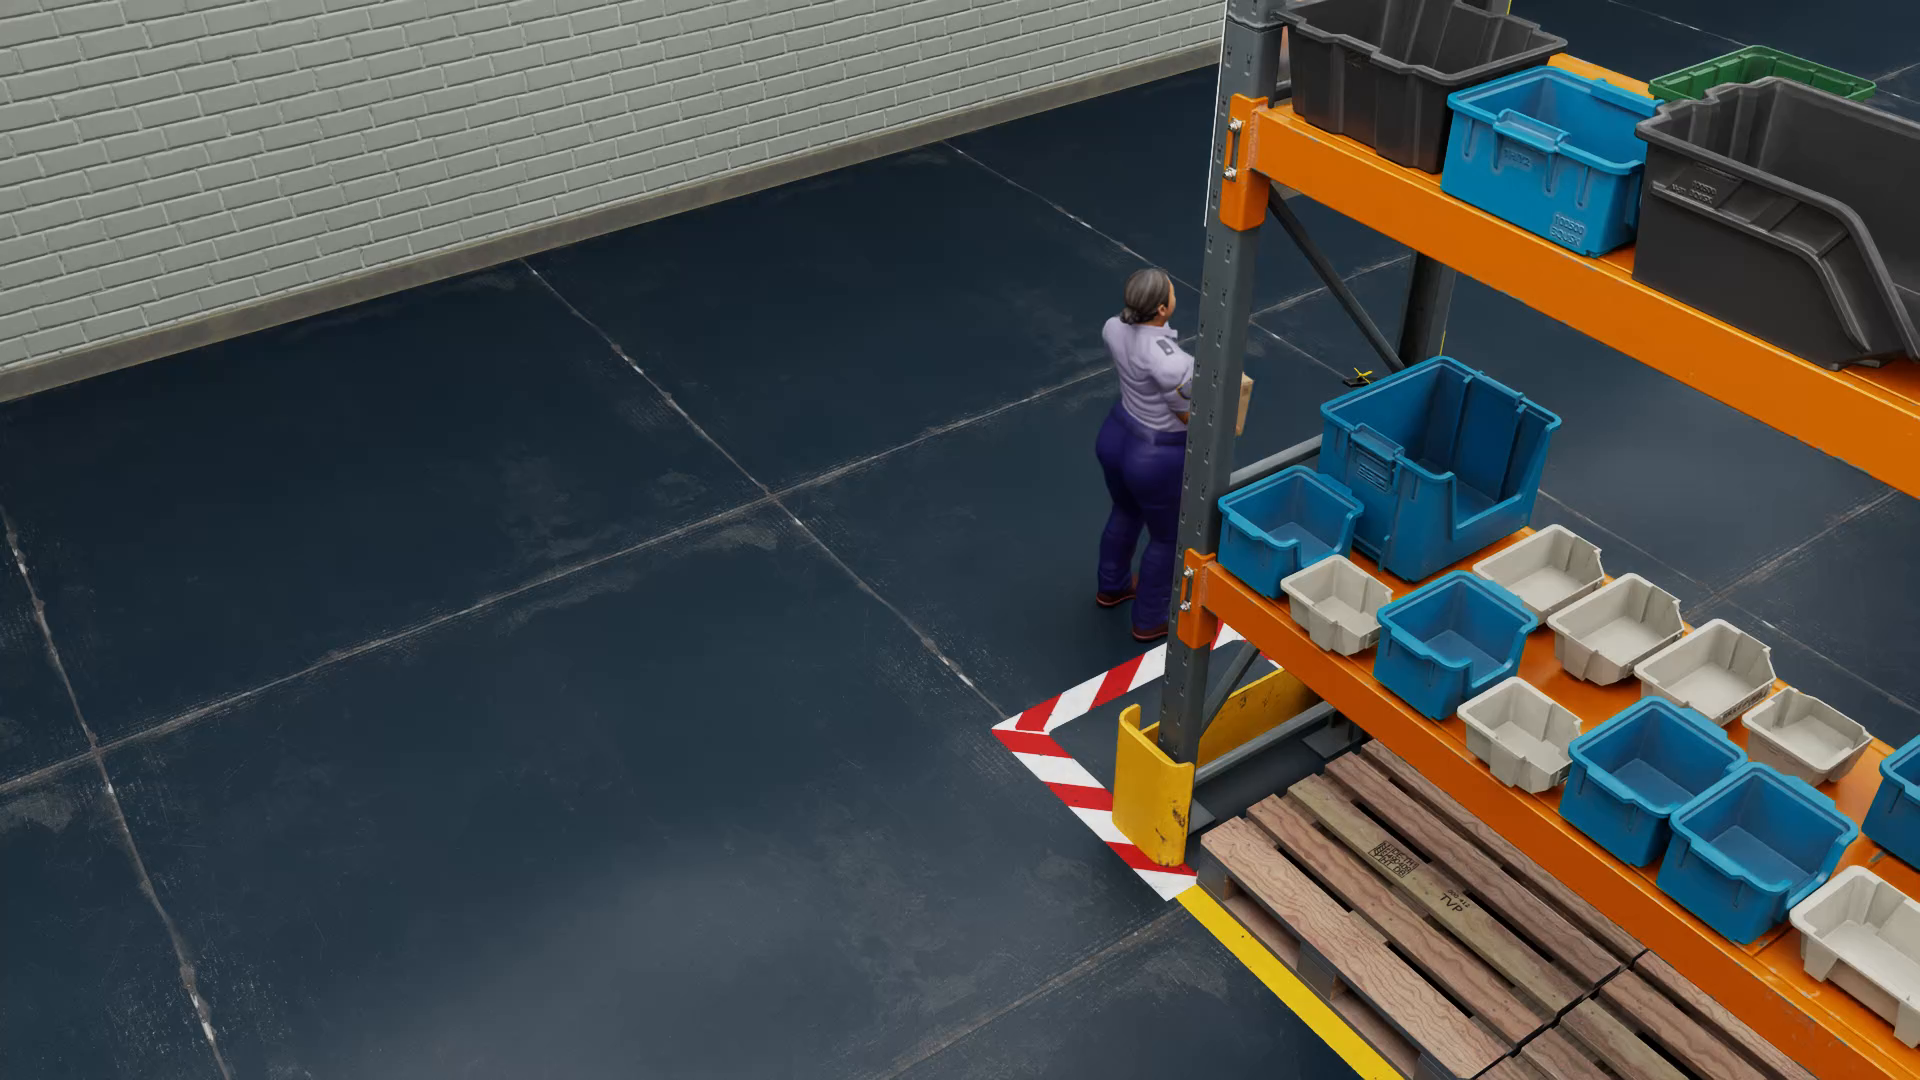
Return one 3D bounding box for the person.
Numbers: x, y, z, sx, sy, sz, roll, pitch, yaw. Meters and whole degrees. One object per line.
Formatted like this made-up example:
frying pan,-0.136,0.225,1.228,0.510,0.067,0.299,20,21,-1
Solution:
person,0.819,-0.373,6.668,0.518,1.640,0.460,-20,41,-25
